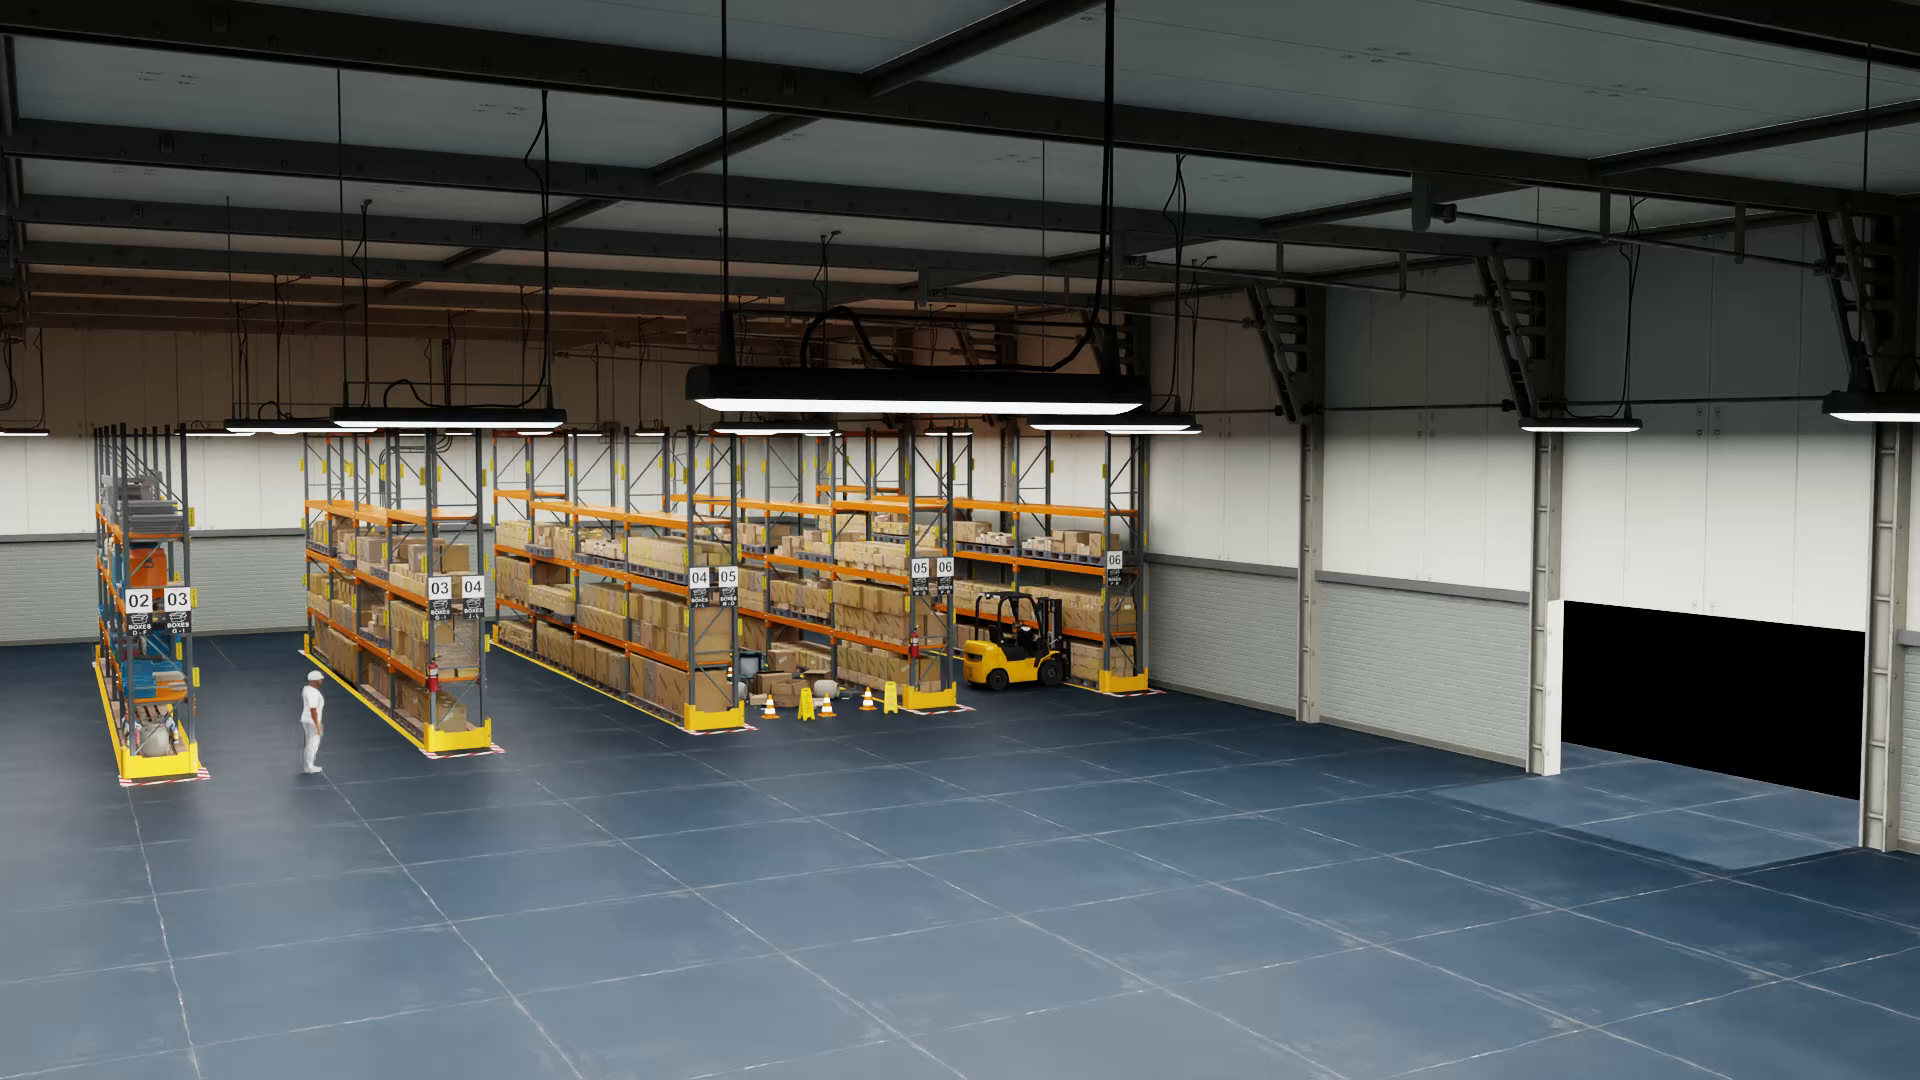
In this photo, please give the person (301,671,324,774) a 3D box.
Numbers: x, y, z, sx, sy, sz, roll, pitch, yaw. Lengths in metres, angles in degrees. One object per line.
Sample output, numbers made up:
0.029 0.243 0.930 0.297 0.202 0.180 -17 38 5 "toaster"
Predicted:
-11.096 3.114 28.512 0.406 1.761 0.620 -1 4 -14 "person"
